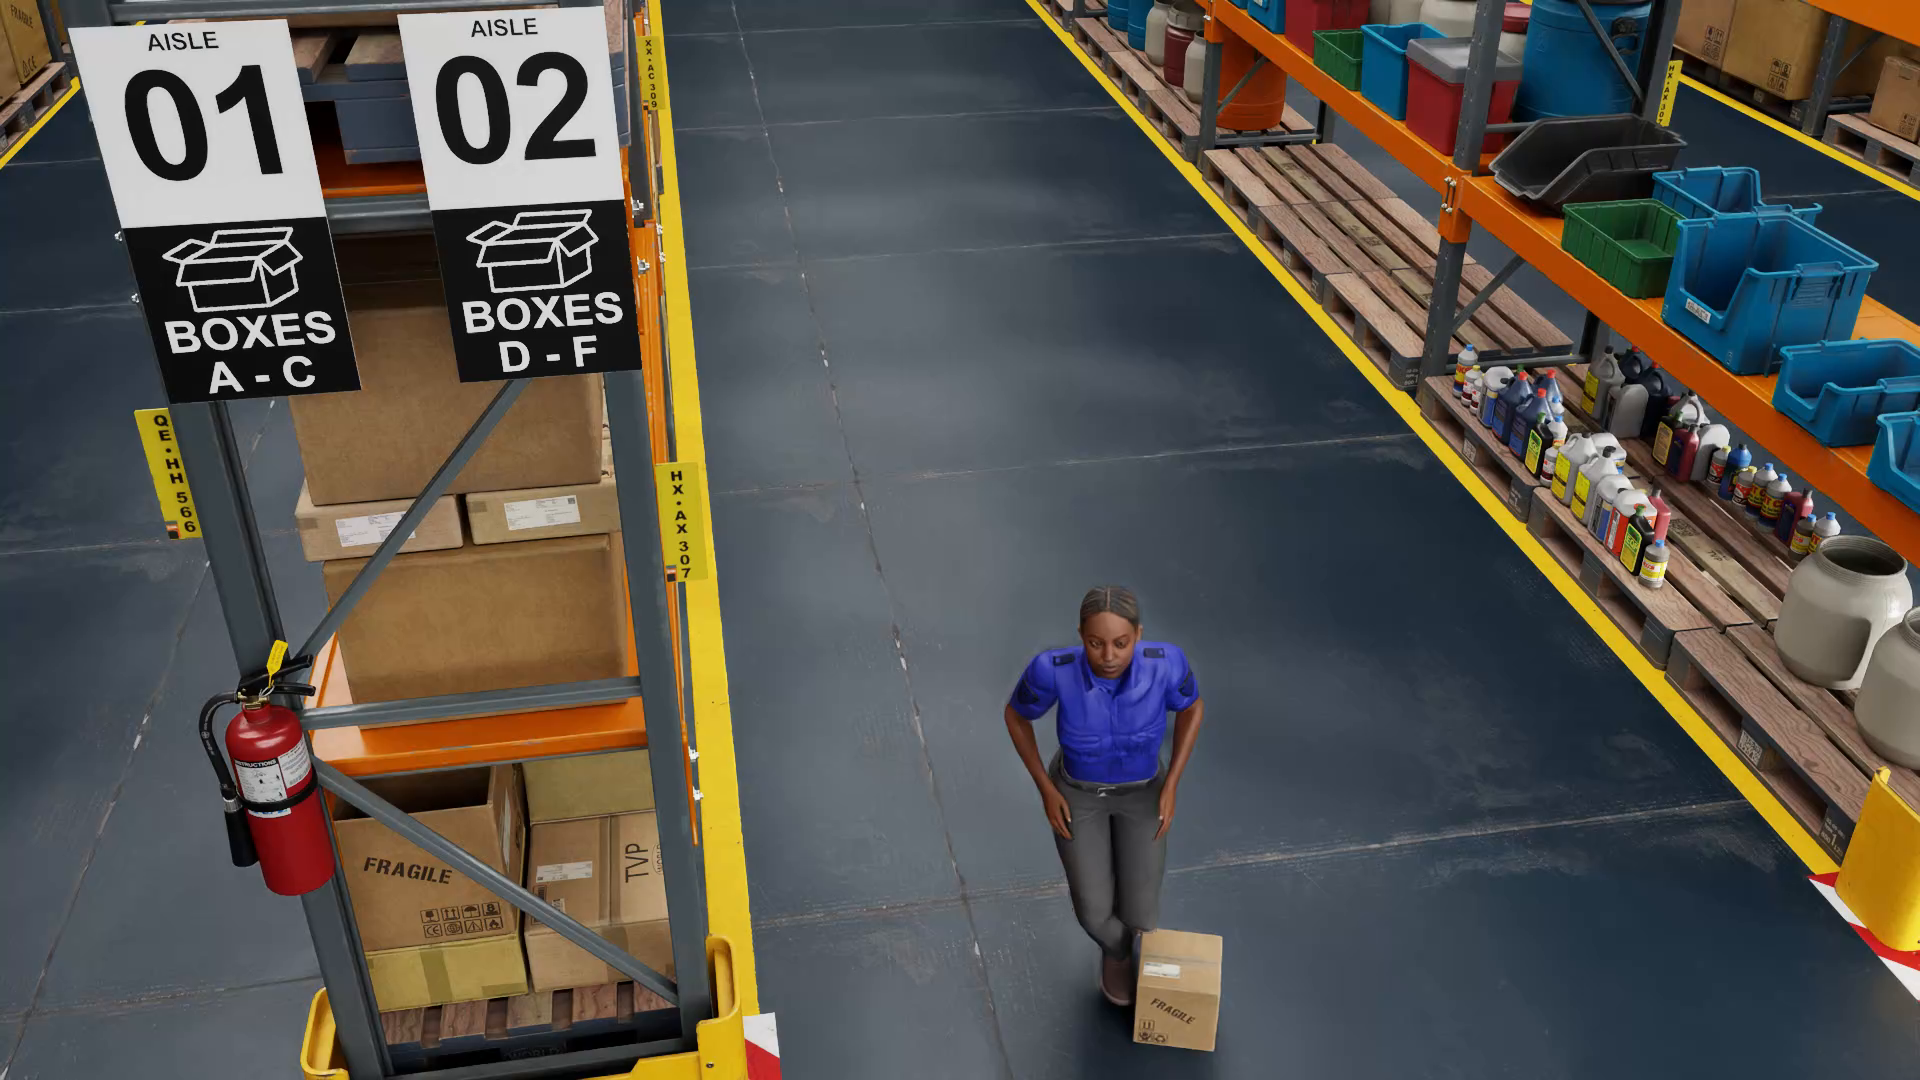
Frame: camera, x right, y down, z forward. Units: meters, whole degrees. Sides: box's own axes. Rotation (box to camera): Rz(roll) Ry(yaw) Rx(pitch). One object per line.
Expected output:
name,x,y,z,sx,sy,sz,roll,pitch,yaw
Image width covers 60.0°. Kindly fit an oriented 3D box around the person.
person,0.422,0.727,4.993,0.584,1.565,0.564,0,31,-1
